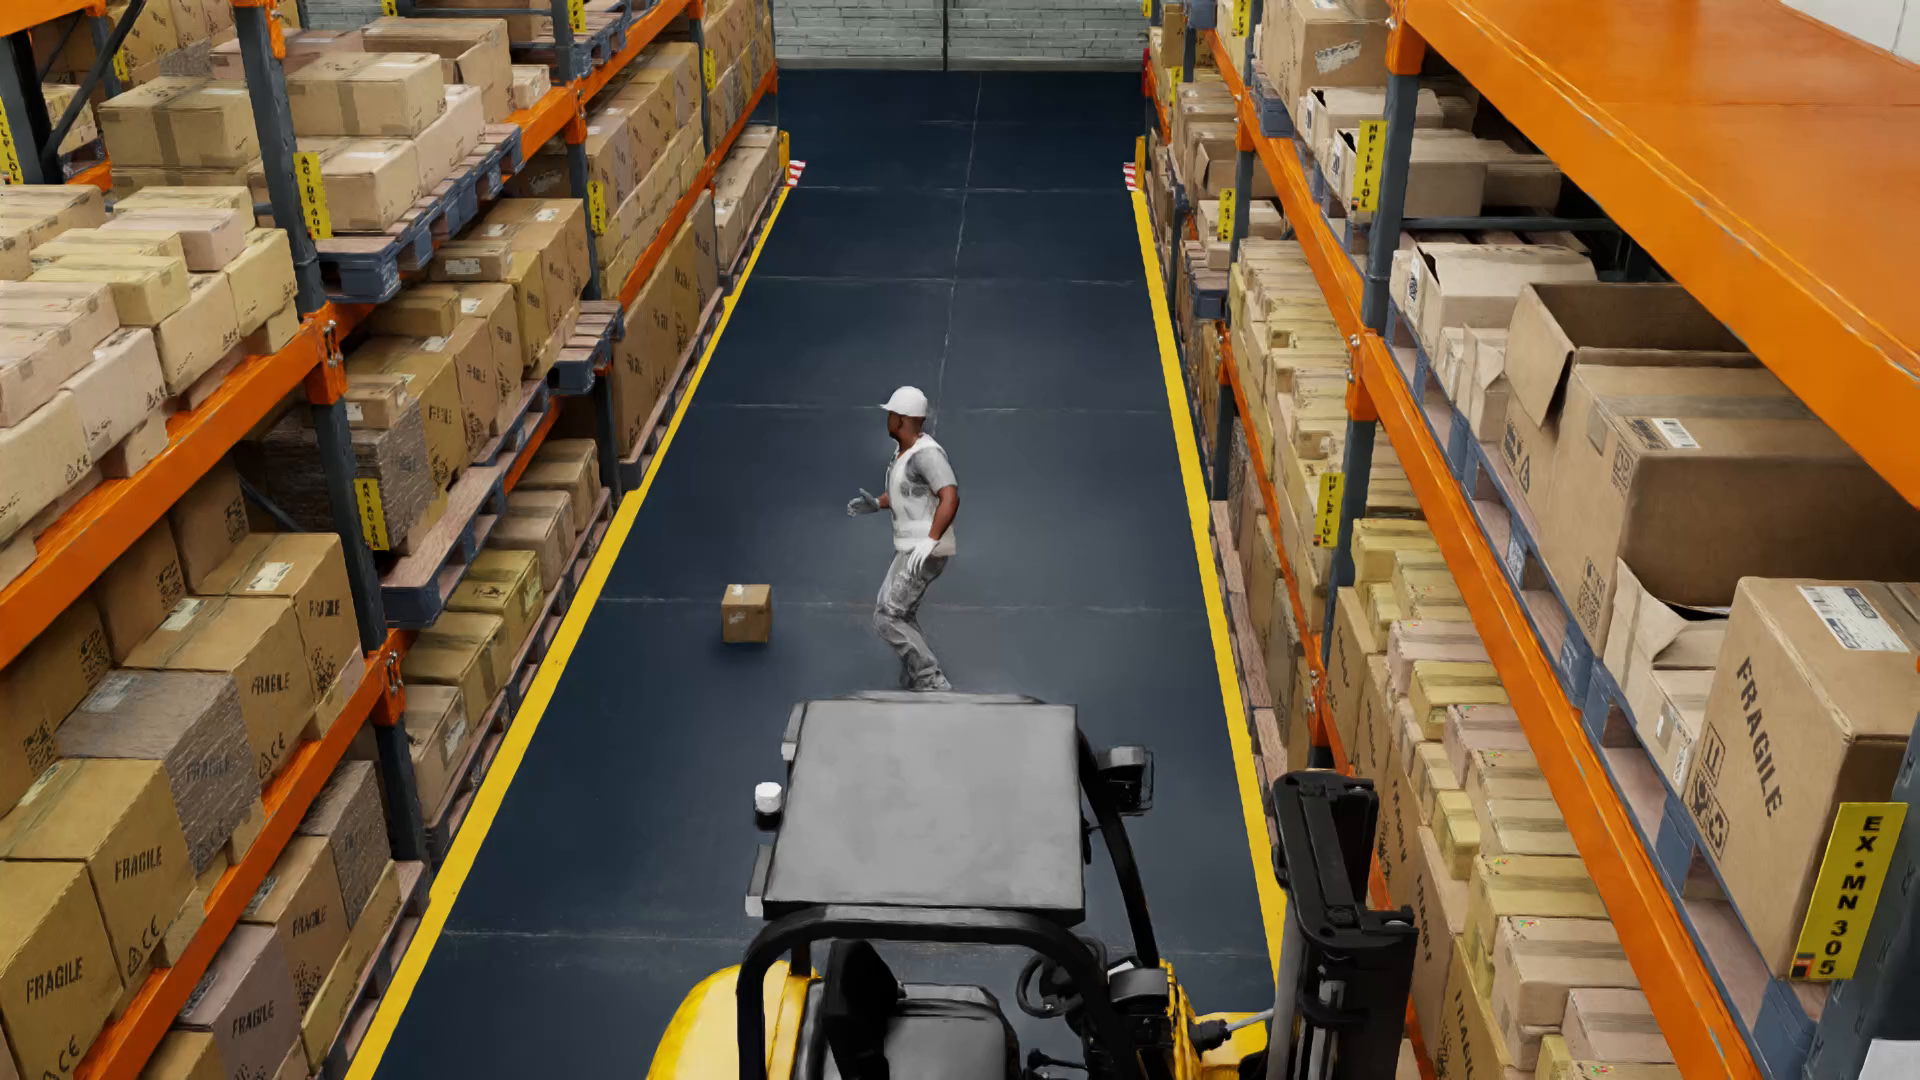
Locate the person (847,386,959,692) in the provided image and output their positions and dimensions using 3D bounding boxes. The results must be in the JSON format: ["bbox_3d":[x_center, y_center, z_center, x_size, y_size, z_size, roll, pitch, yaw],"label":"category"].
[{"bbox_3d":[-0.298,0.077,8.823,0.573,1.661,0.941,-4,28,-8],"label":"person"}]
